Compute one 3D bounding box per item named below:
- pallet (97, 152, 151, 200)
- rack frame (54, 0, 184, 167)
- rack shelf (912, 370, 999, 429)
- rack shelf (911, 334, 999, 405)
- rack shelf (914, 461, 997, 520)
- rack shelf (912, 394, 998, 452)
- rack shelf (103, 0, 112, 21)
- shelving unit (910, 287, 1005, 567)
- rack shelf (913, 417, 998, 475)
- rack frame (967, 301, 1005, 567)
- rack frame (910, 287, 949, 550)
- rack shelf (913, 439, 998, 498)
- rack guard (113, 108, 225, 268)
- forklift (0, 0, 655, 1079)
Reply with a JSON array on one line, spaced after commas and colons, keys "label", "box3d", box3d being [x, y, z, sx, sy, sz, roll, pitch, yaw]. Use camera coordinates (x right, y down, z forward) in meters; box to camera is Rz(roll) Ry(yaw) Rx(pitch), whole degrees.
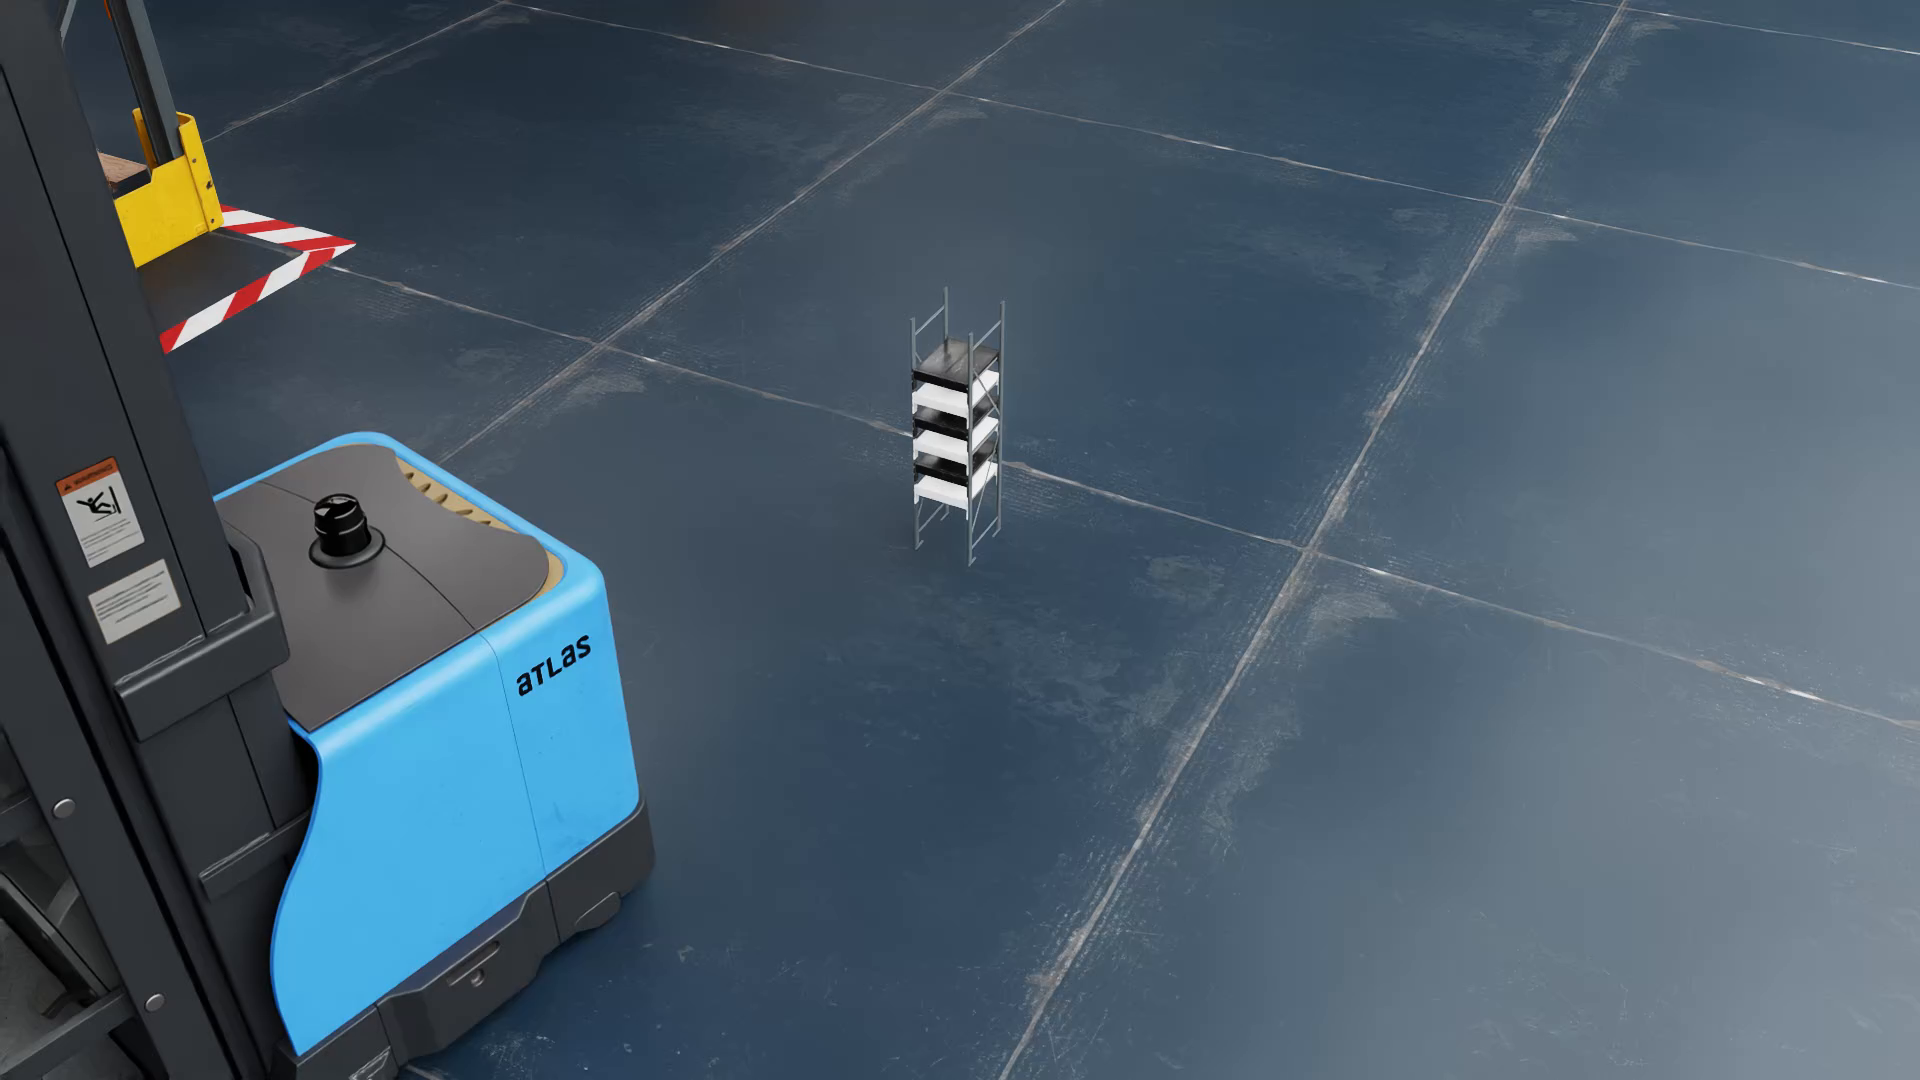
[{"label": "pallet", "box3d": [-4.502, -1.540, 7.605, 1.213, 0.211, 1.003, 17, 41, 21]}, {"label": "rack frame", "box3d": [-3.729, -2.385, 6.411, 0.127, 3.000, 1.000, 17, 41, 21]}, {"label": "rack shelf", "box3d": [-0.007, -0.478, 5.392, 0.200, 0.077, 0.258, 17, 41, 21]}, {"label": "rack shelf", "box3d": [-0.007, -0.549, 5.338, 0.200, 0.077, 0.258, 17, 41, 21]}, {"label": "rack shelf", "box3d": [-0.007, -0.191, 5.610, 0.200, 0.077, 0.258, 17, 41, 21]}, {"label": "rack shelf", "box3d": [-0.007, -0.406, 5.447, 0.200, 0.077, 0.258, 17, 41, 21]}, {"label": "rack shelf", "box3d": [-5.505, -2.655, 7.361, 4.000, 0.370, 1.077, 17, 41, 21]}, {"label": "shelving unit", "box3d": [-0.007, -0.361, 5.481, 0.210, 0.900, 0.258, 17, 41, 21]}, {"label": "rack shelf", "box3d": [-0.007, -0.334, 5.501, 0.200, 0.077, 0.258, 17, 41, 21]}, {"label": "rack frame", "box3d": [0.083, -0.332, 5.444, 0.006, 0.900, 0.240, 17, 41, 21]}, {"label": "rack frame", "box3d": [-0.097, -0.389, 5.518, 0.006, 0.900, 0.240, 17, 41, 21]}, {"label": "rack shelf", "box3d": [-0.007, -0.262, 5.555, 0.200, 0.077, 0.258, 17, 41, 21]}, {"label": "rack guard", "box3d": [-3.797, -1.411, 7.195, 0.348, 0.500, 1.175, 17, 41, 21]}, {"label": "forklift", "box3d": [-2.161, 0.244, 3.005, 1.130, 2.935, 3.031, 27, 45, 31]}]
